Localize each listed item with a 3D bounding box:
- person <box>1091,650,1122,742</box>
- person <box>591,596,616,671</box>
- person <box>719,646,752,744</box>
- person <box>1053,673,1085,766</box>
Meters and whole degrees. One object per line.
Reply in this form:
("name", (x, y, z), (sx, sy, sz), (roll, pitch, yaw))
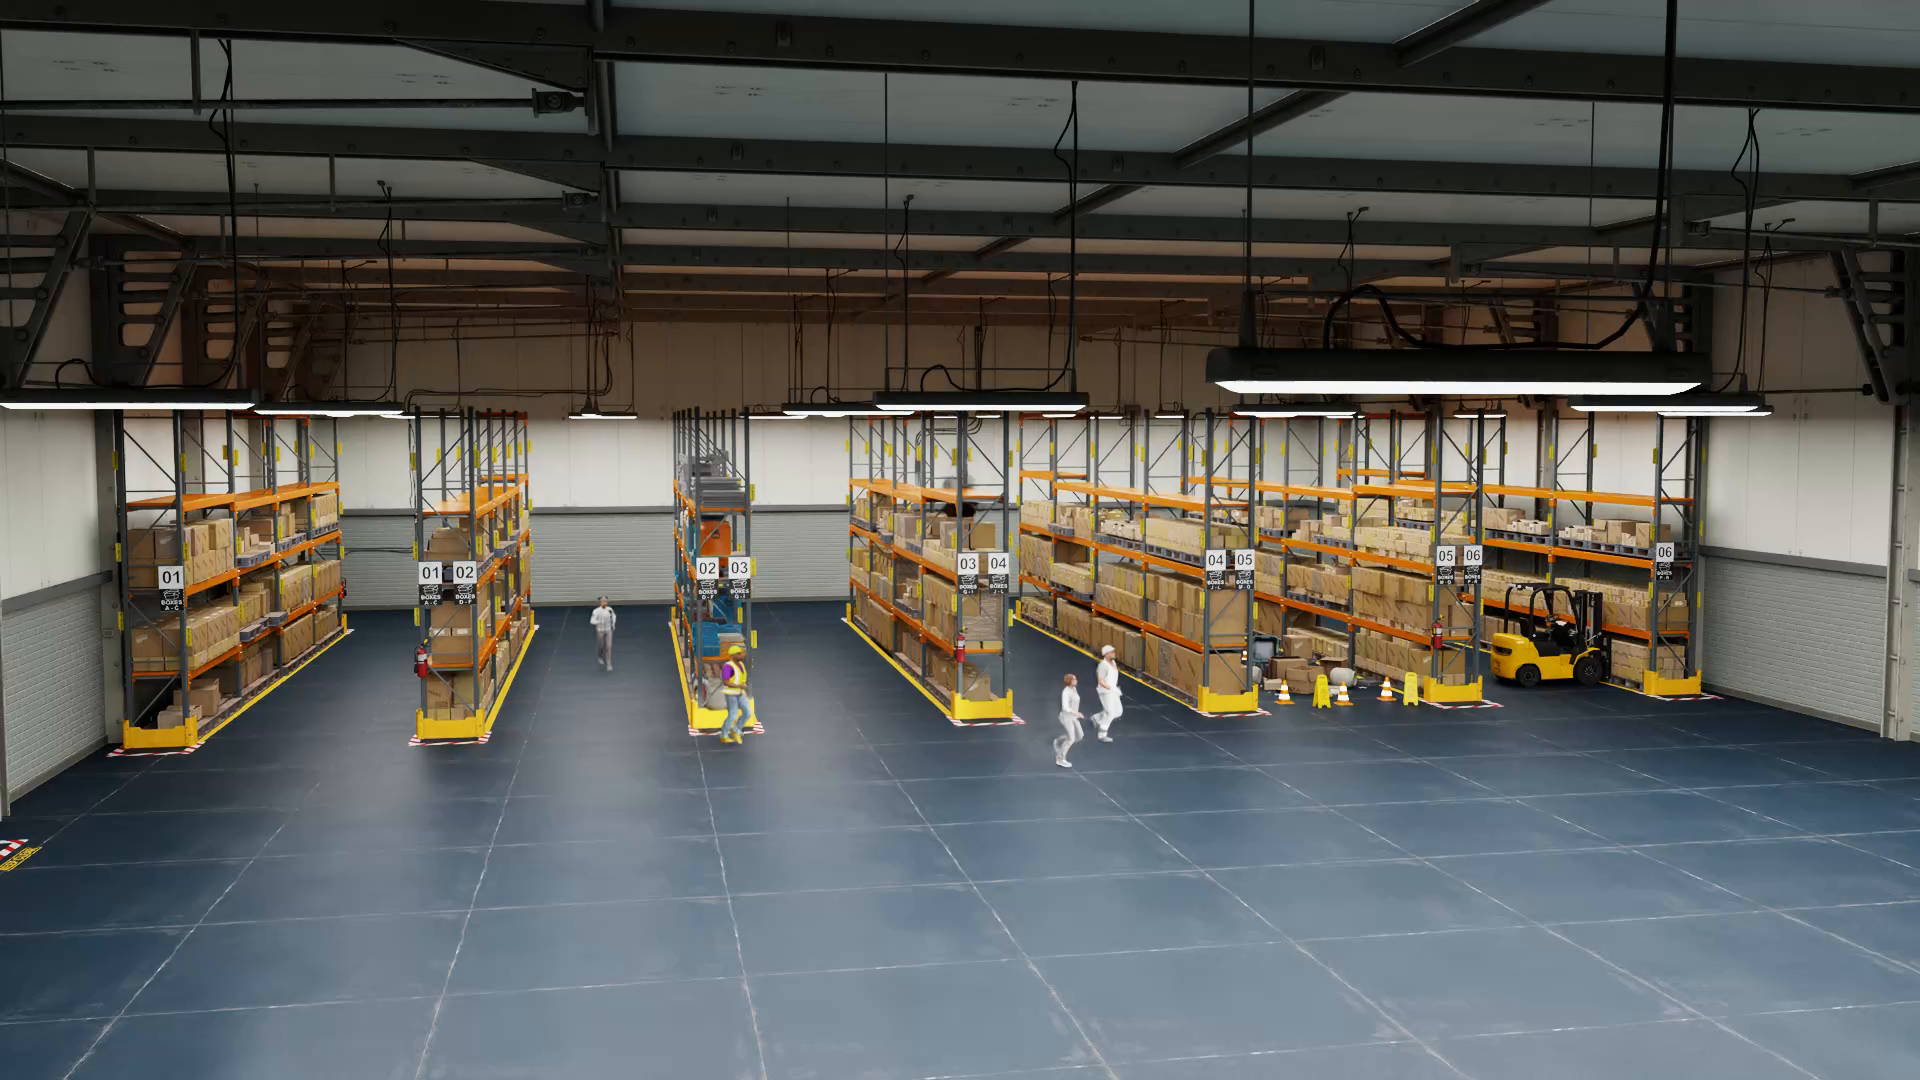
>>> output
("person", (2.642, 2.763, 29.775), (0.664, 1.695, 0.685), (2, 5, 27))
("person", (-8.221, 2.124, 38.421), (0.612, 1.702, 0.919), (-2, 4, -22))
("person", (-3.954, 2.759, 29.534), (0.680, 1.779, 0.727), (2, 5, 28))
("person", (1.827, 2.987, 27.674), (0.603, 1.559, 0.566), (2, 4, 23))
